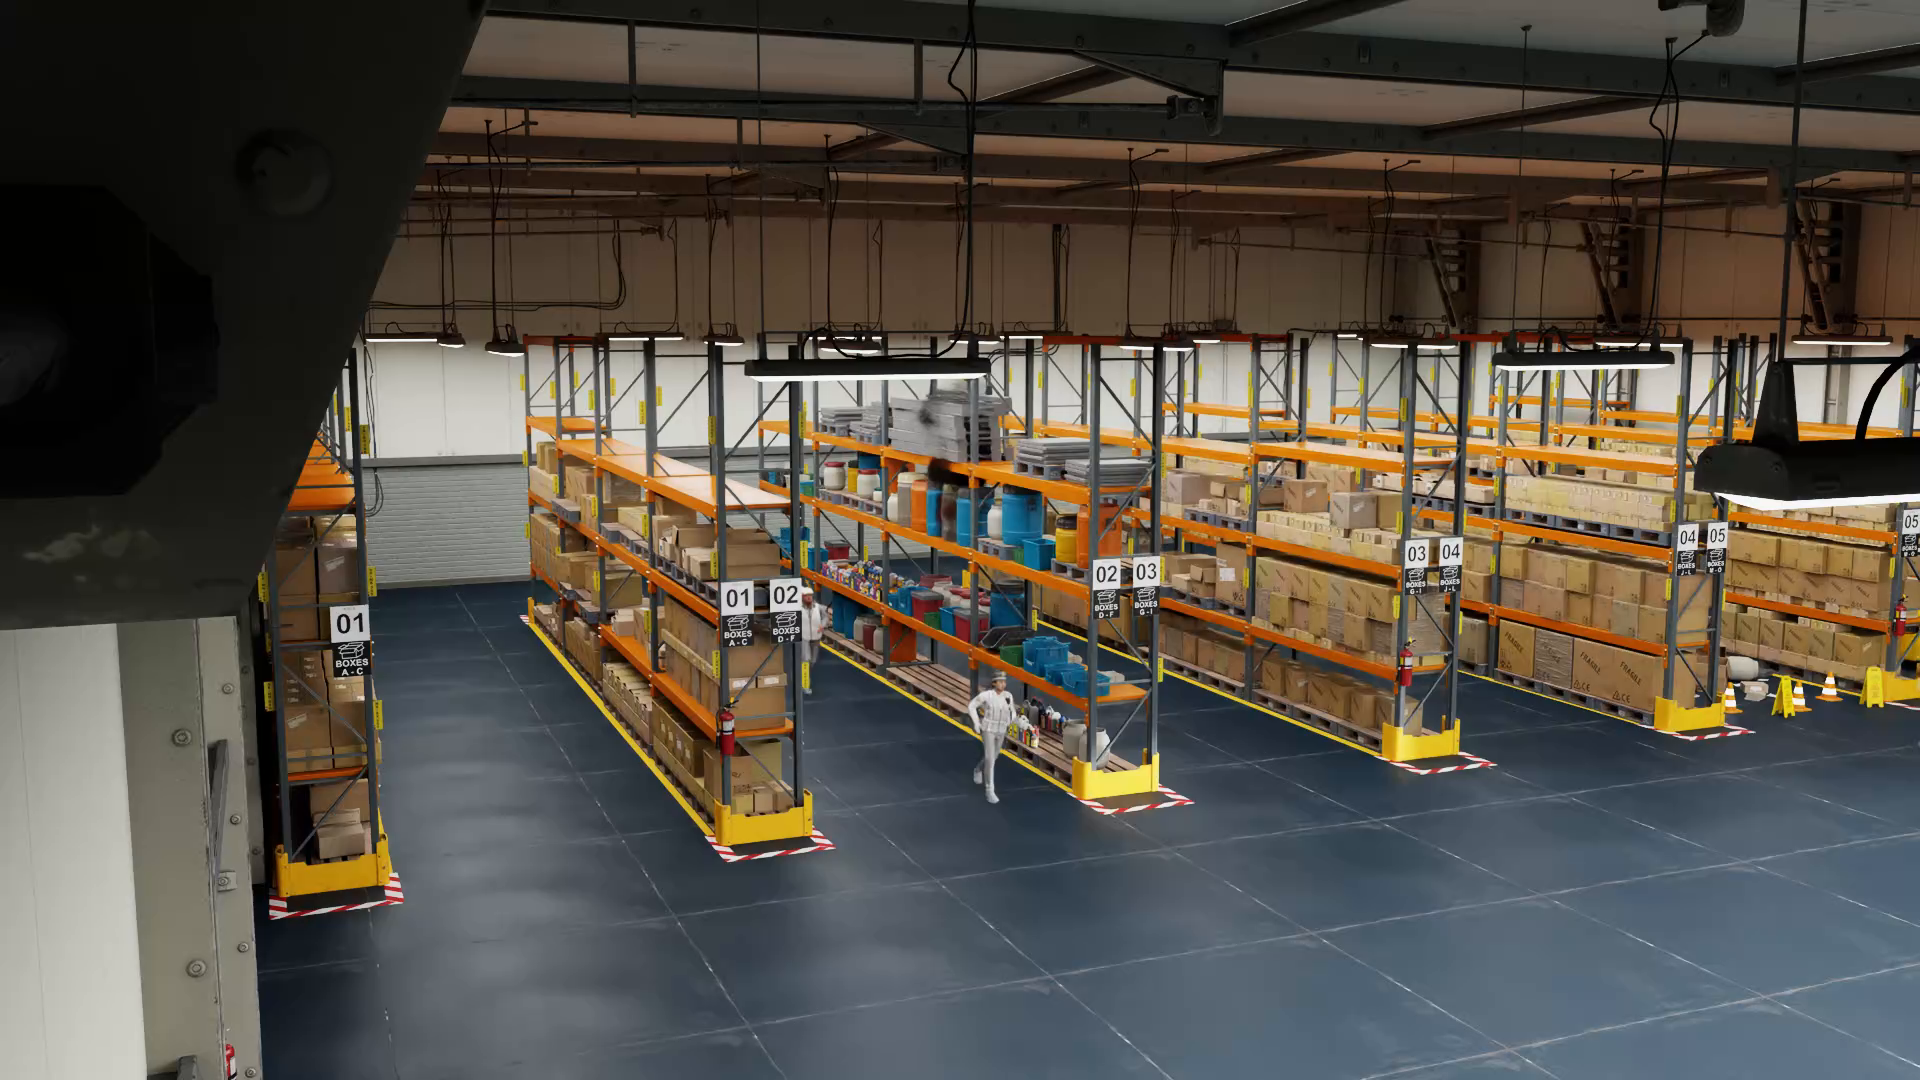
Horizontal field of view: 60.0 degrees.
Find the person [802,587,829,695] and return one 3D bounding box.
[{"bbox_3d":[-2.582,1.691,28.433,0.675,1.825,0.774,-2,8,-17],"label":"person"}]

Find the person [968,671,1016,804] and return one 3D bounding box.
[{"bbox_3d":[0.449,2.572,22.188,0.643,1.695,0.885,-3,8,-24],"label":"person"}]
